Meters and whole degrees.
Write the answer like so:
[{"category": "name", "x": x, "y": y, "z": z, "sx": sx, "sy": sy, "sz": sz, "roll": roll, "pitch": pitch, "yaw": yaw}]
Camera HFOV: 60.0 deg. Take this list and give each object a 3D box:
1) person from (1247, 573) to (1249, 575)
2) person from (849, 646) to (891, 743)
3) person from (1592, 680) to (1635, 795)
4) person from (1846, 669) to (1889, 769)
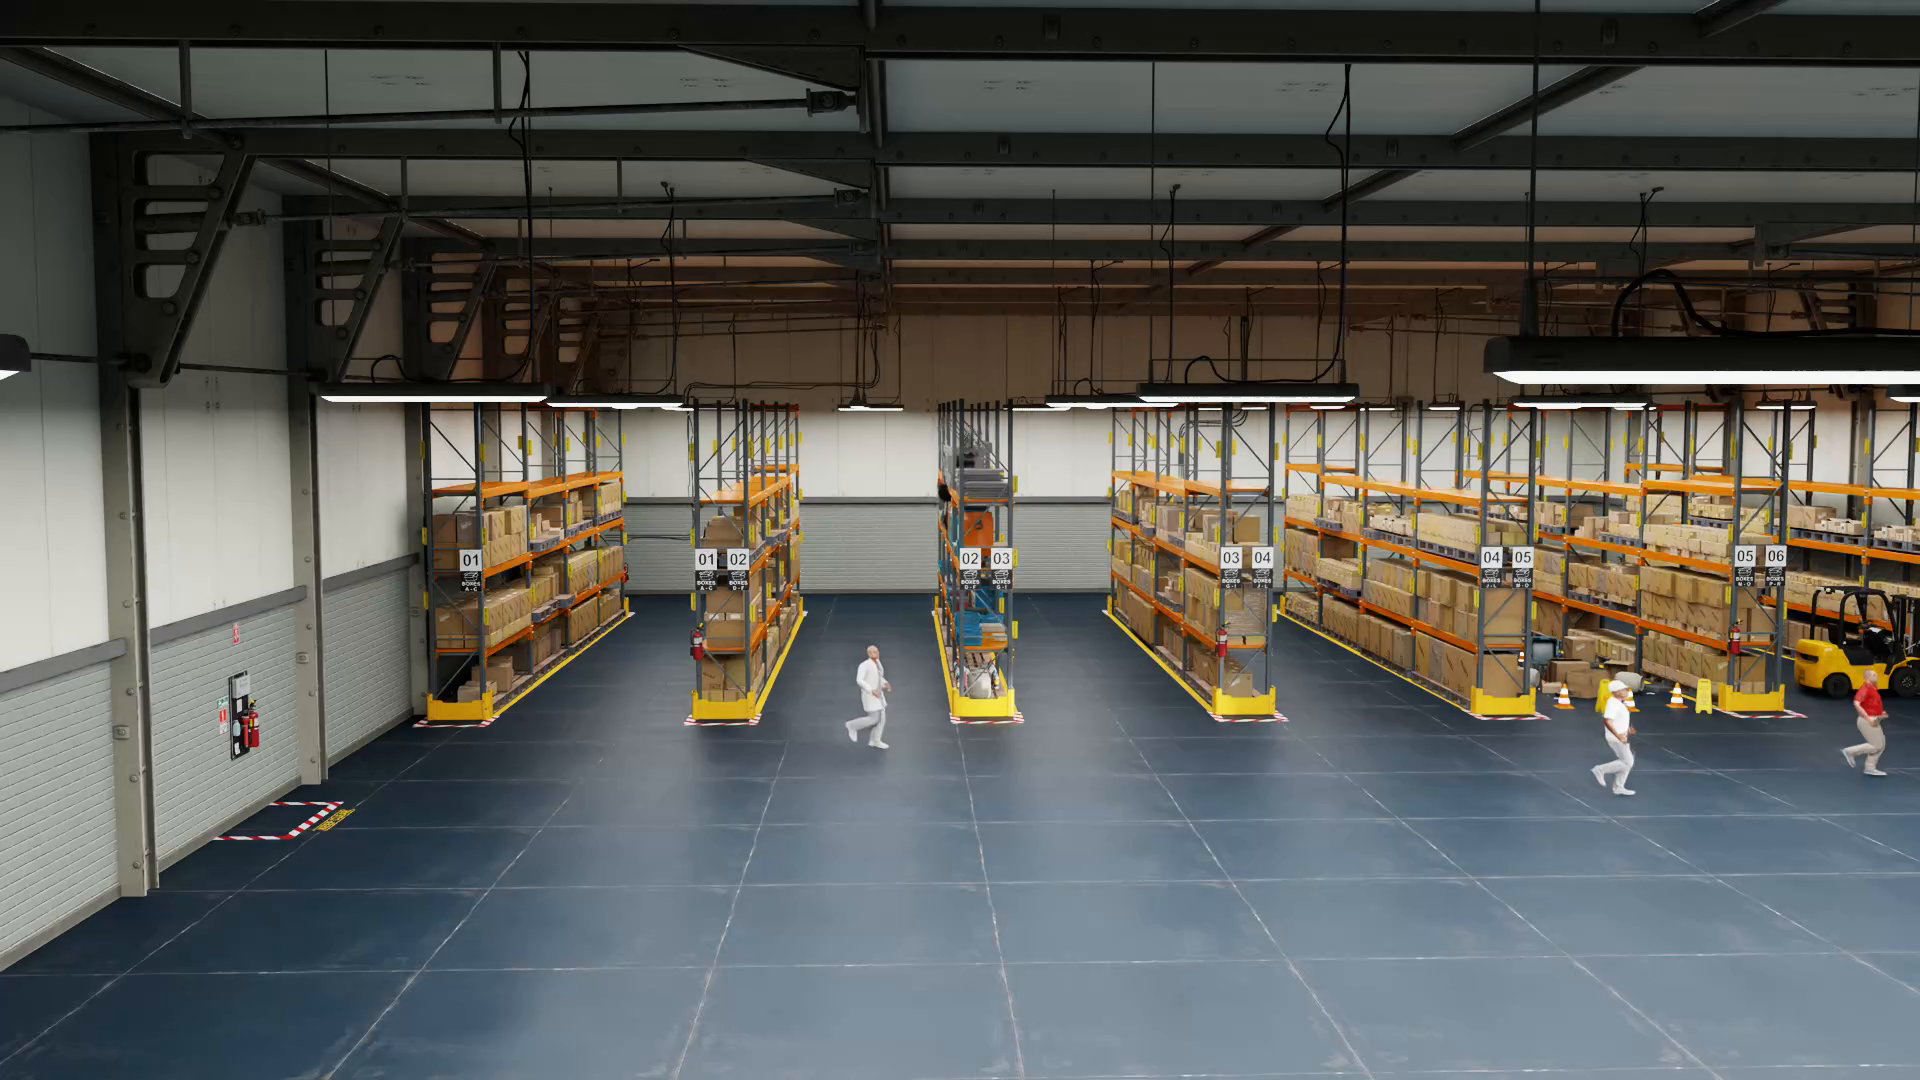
[{"category": "person", "x": 7.997, "y": 1.282, "z": 47.300, "sx": 0.745, "sy": 1.816, "sz": 0.698, "roll": 3, "pitch": 5, "yaw": 31}, {"category": "person", "x": -1.543, "y": 2.647, "z": 28.614, "sx": 0.640, "sy": 1.678, "sz": 0.712, "roll": 2, "pitch": 5, "yaw": 26}, {"category": "person", "x": 9.837, "y": 2.966, "z": 24.986, "sx": 0.618, "sy": 1.724, "sz": 0.687, "roll": 2, "pitch": 5, "yaw": 21}, {"category": "person", "x": 14.382, "y": 2.843, "z": 26.329, "sx": 0.557, "sy": 1.598, "sz": 0.679, "roll": 3, "pitch": 5, "yaw": 35}]
